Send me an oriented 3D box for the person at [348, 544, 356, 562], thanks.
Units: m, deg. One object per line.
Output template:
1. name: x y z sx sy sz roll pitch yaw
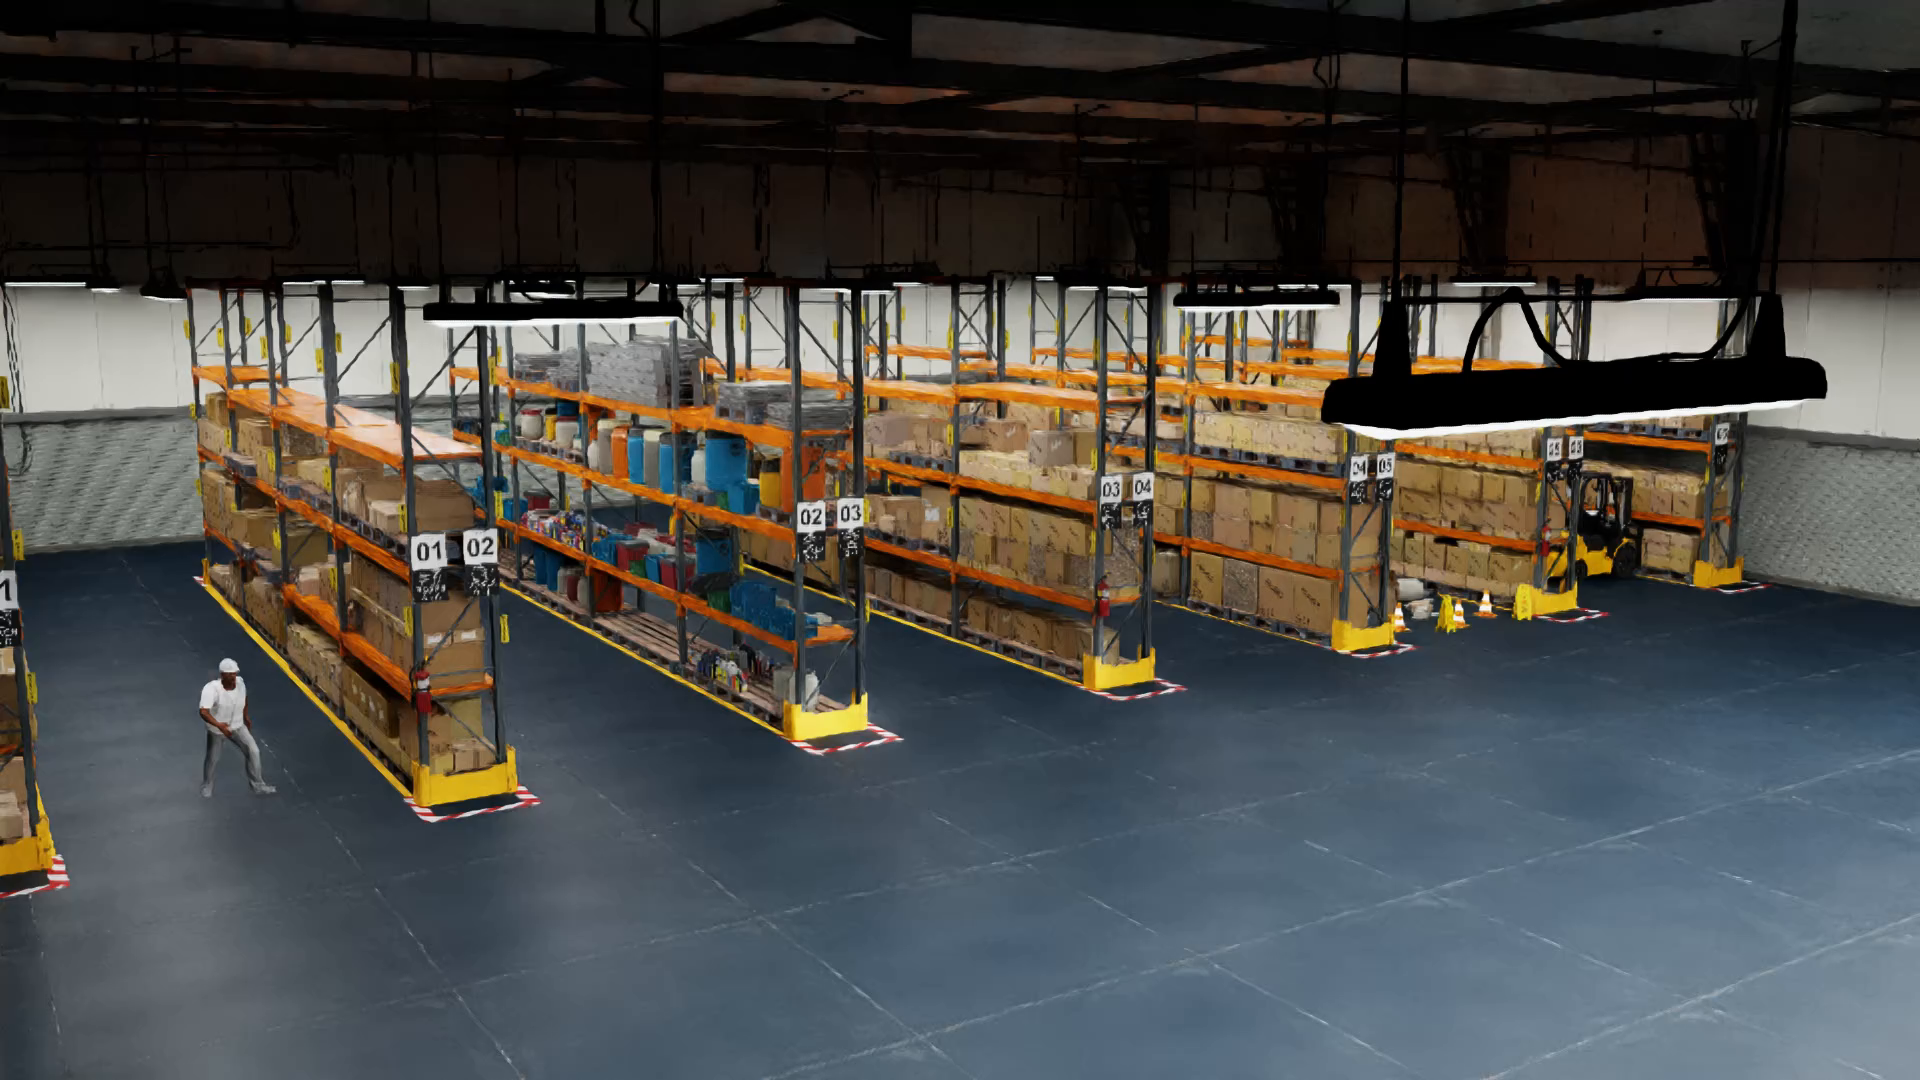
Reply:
1. person: -12.243 -0.135 33.432 0.547 1.775 0.758 -7 12 -35

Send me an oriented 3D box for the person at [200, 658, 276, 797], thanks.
1. person: -8.680 2.211 19.702 0.809 1.698 0.713 8 12 39

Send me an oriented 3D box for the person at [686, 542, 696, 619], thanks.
1. person: -4.387 0.549 28.191 0.815 1.604 0.609 8 13 41
